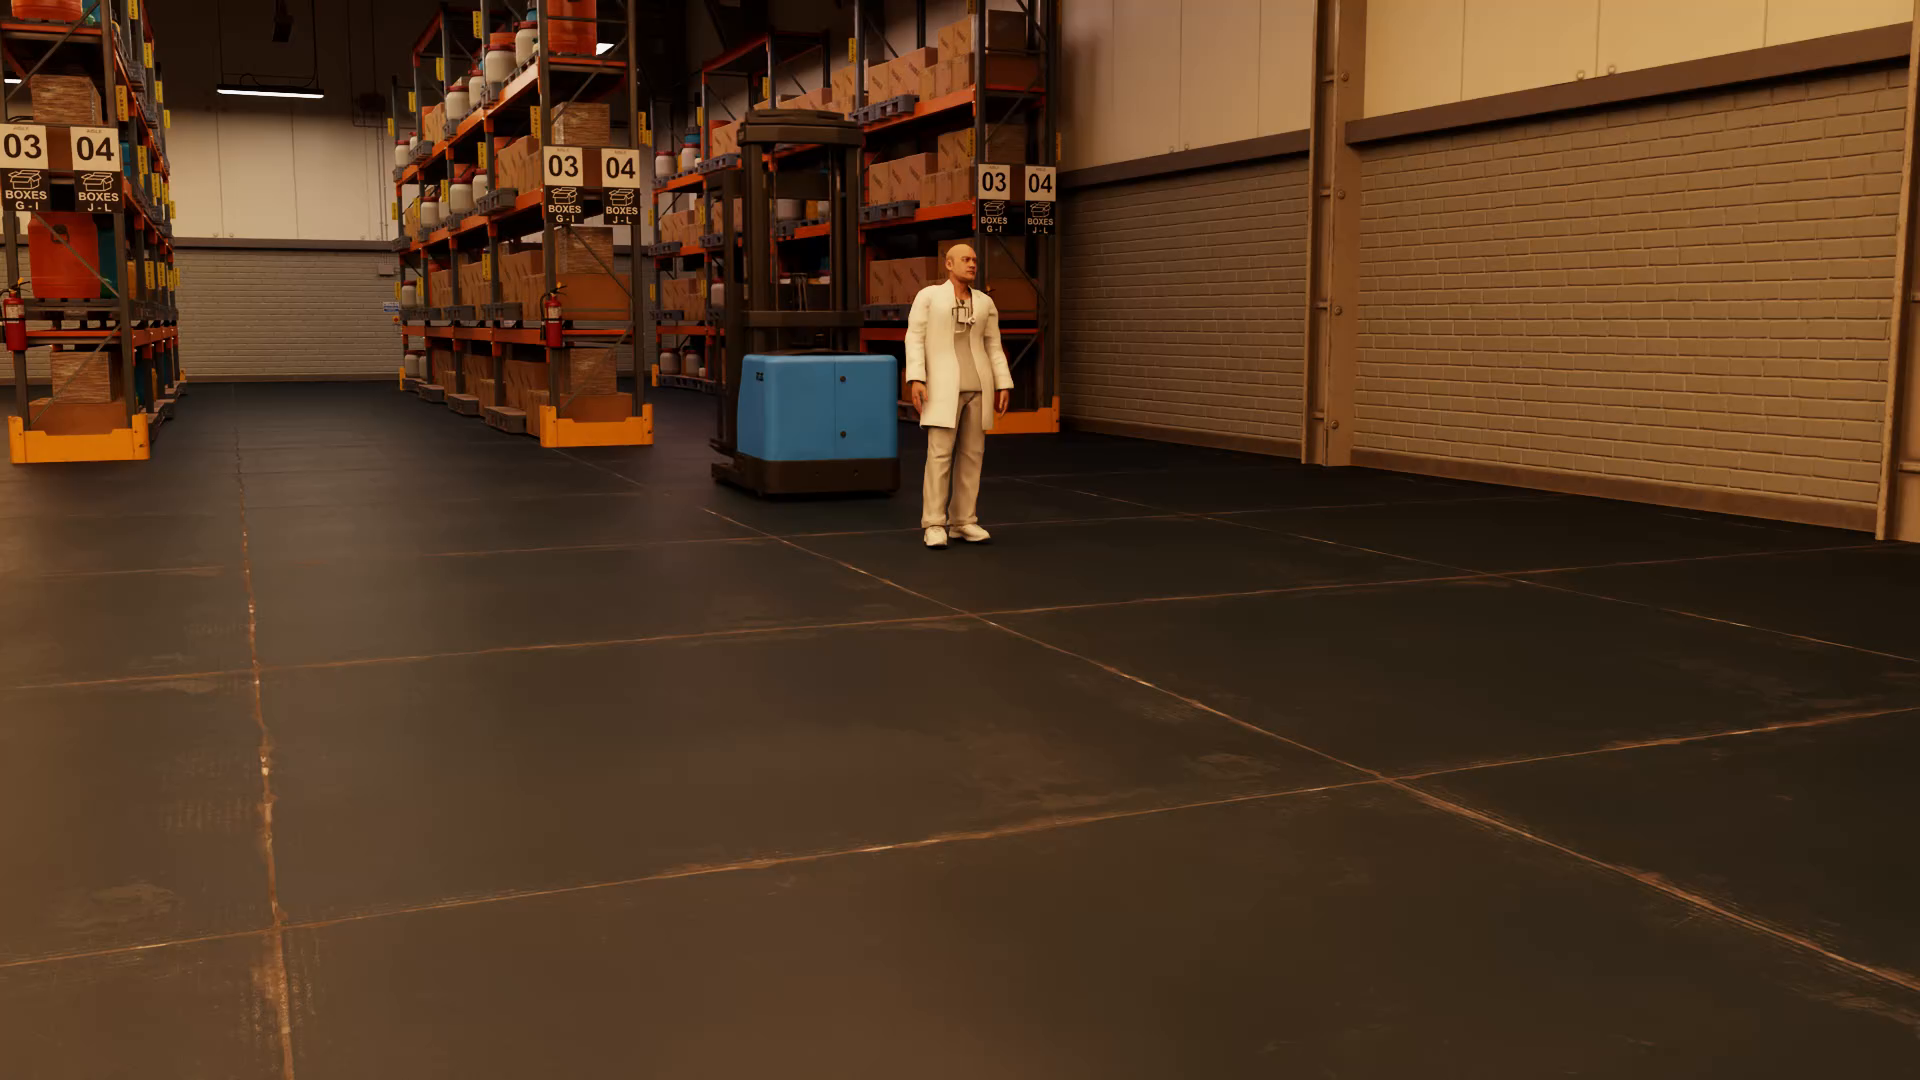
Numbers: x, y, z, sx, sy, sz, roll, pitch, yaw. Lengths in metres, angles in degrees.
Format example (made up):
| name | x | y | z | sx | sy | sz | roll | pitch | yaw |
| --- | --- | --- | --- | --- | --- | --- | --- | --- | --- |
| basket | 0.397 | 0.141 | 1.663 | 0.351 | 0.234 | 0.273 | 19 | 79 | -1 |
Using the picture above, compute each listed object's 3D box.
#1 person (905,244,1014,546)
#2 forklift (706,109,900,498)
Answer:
| name | x | y | z | sx | sy | sz | roll | pitch | yaw |
| --- | --- | --- | --- | --- | --- | --- | --- | --- | --- |
| person | 0.032 | -0.878 | 9.953 | 0.696 | 1.776 | 0.581 | -3 | 8 | -23 |
| forklift | -1.428 | -1.924 | 13.533 | 1.130 | 2.935 | 3.031 | -3 | 8 | -20 |
